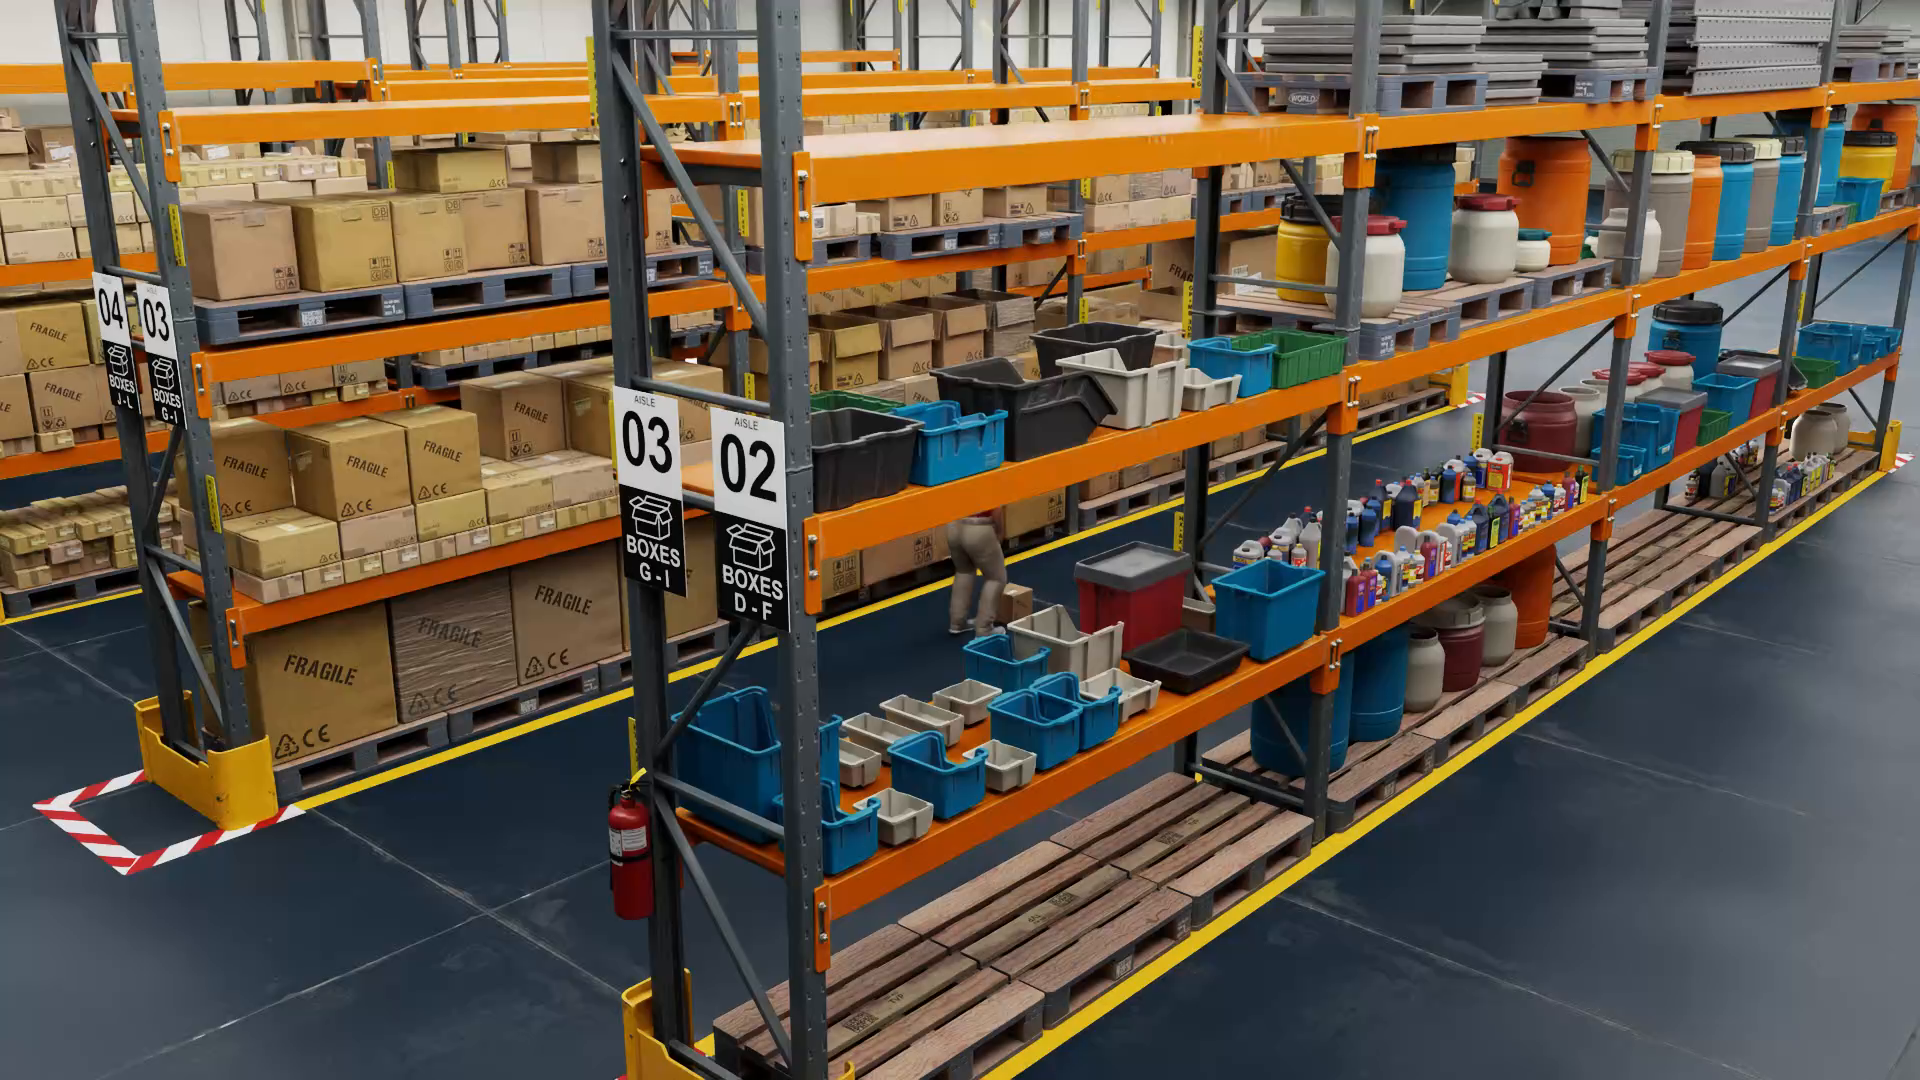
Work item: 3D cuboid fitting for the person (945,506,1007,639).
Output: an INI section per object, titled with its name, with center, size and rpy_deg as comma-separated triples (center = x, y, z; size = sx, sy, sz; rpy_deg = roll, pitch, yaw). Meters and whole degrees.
[person]
center = 0.098, -0.056, 12.875
size = 0.557, 1.674, 0.431
rpy_deg = 14, 22, 39
